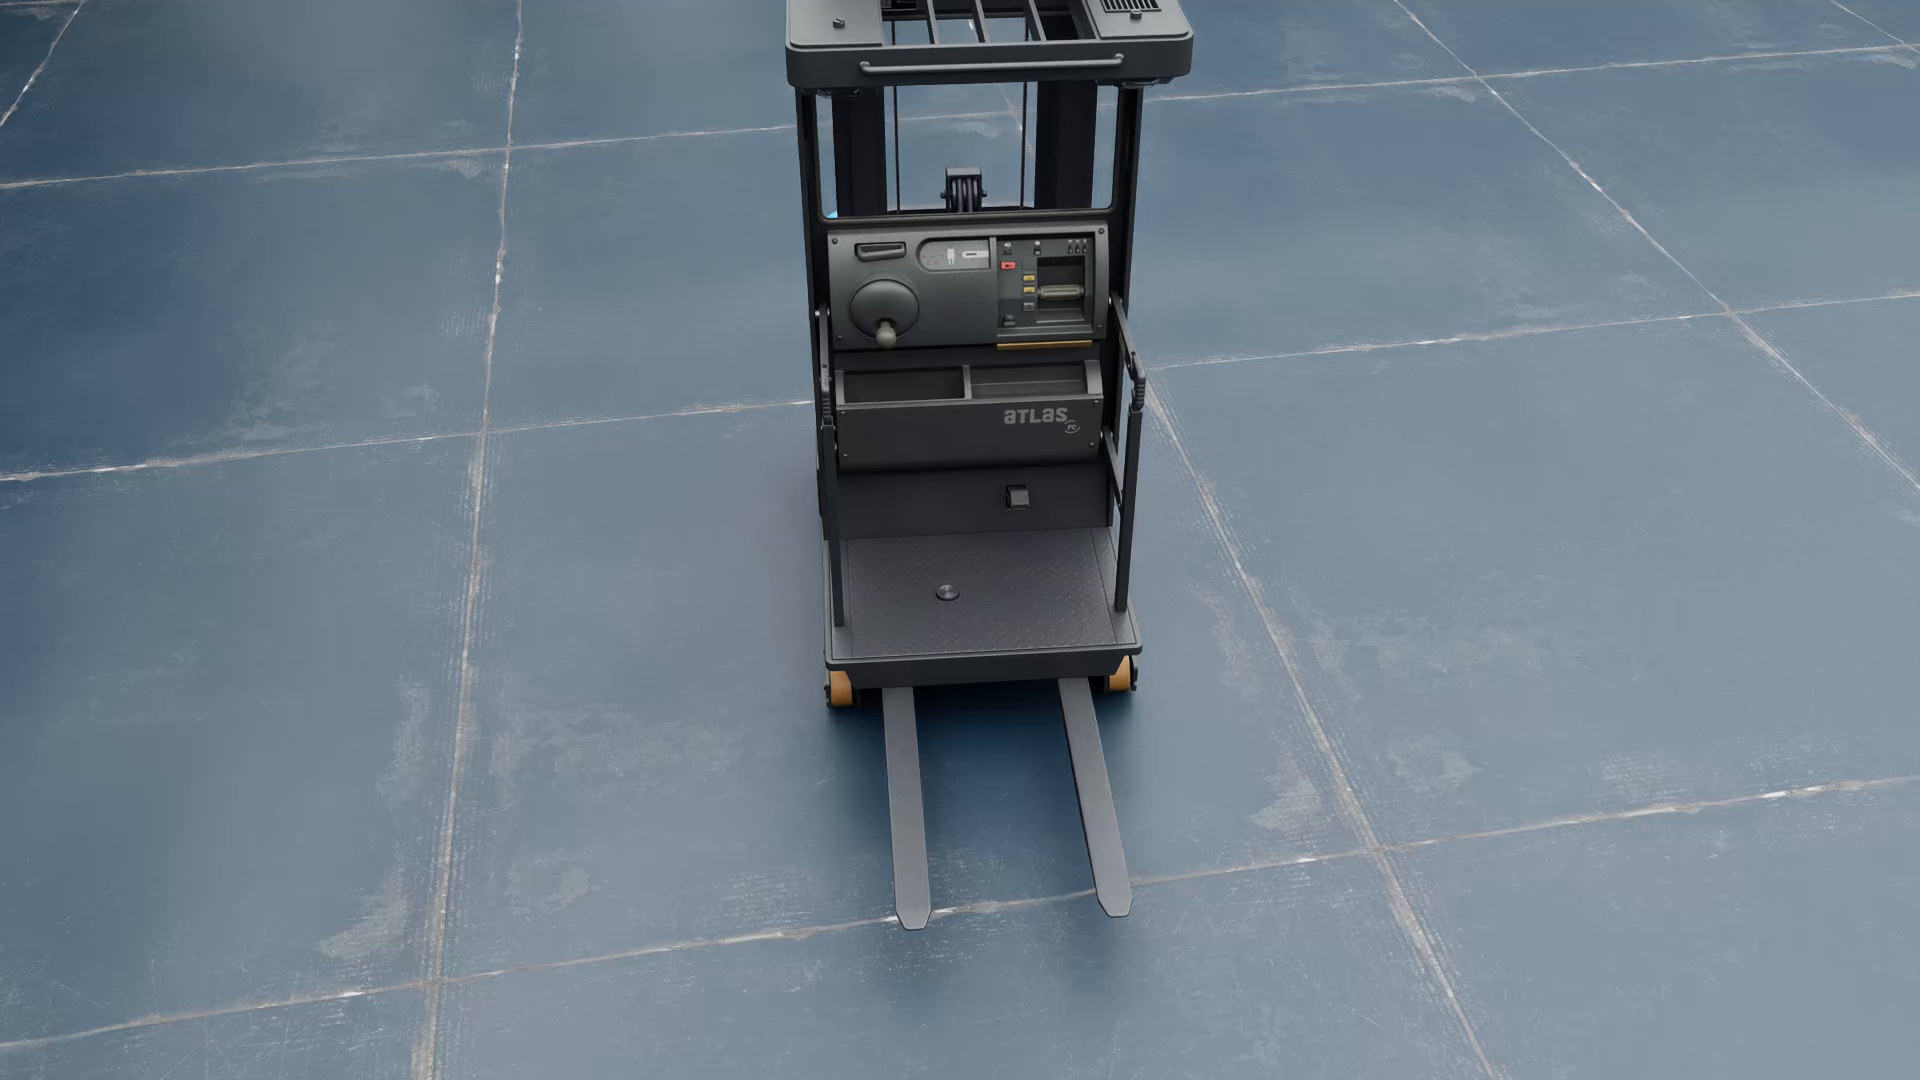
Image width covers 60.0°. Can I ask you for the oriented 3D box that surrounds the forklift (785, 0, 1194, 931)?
[{"bbox_3d":[0.050,-0.773,5.356,1.130,2.935,3.031,-3,38,-4],"label":"forklift"}]
